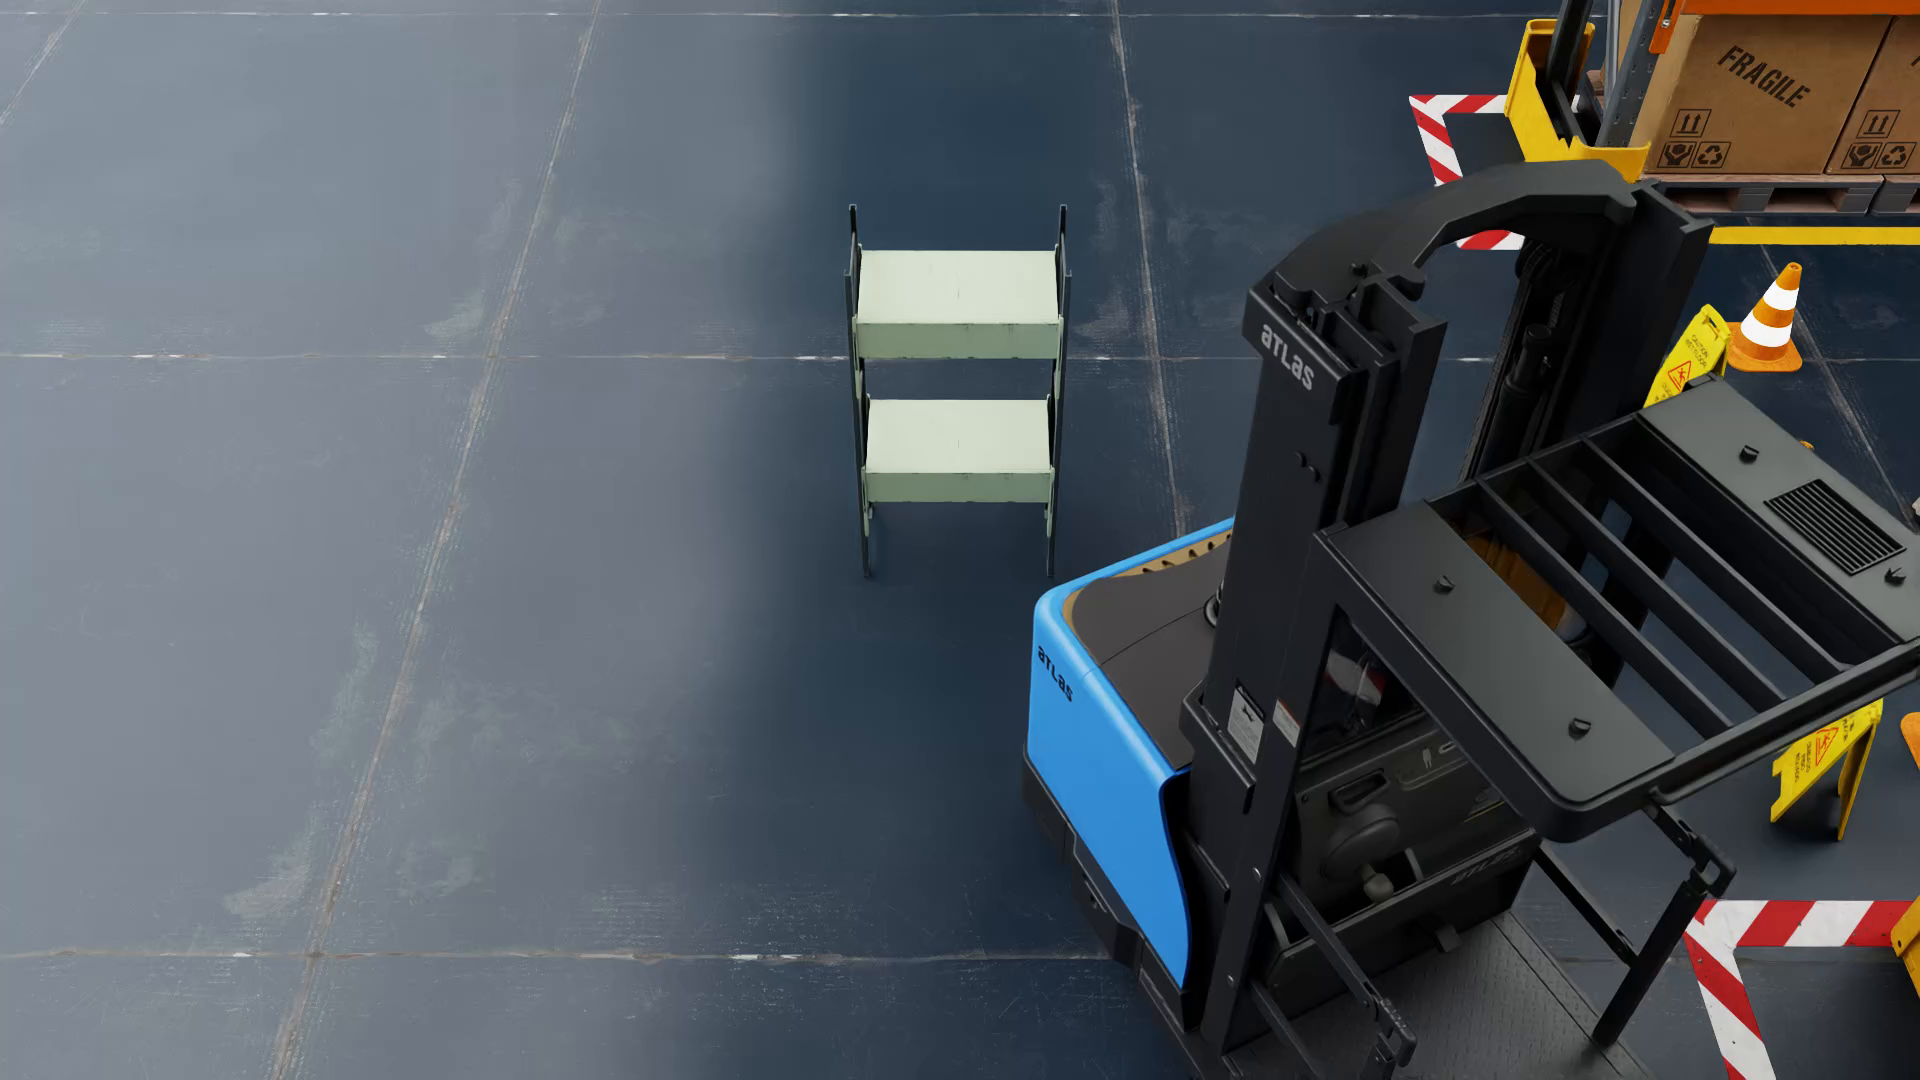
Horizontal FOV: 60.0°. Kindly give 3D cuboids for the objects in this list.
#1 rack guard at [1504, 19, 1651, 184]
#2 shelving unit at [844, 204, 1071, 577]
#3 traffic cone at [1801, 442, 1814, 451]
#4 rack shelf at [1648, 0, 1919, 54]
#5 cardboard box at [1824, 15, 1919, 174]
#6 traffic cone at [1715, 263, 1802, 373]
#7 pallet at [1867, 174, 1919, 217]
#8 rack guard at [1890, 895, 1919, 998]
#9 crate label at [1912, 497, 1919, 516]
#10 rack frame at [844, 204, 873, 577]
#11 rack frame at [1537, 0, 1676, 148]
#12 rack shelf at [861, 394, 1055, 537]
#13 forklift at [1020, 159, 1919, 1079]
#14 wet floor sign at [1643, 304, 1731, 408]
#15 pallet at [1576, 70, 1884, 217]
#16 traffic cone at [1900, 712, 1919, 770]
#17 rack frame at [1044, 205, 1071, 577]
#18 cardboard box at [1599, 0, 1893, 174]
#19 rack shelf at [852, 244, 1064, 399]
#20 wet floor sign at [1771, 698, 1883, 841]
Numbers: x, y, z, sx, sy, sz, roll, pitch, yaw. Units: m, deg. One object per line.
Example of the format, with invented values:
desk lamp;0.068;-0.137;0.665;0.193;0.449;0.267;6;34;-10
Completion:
rack guard;3.075;-2.083;8.347;0.348;0.500;1.175;0;47;0
shelving unit;-0.007;-0.511;6.201;0.755;1.500;0.431;0;47;0
traffic cone;3.281;-0.203;6.623;0.334;0.463;0.336;0;47;0
rack shelf;5.099;-2.684;7.691;4.000;0.370;1.077;0;47;0
cardboard box;4.658;-2.400;8.099;0.875;0.875;0.875;-1;47;0
traffic cone;3.625;-1.030;7.392;0.334;0.463;0.336;0;47;0
pallet;5.116;-2.034;8.499;1.213;0.211;1.003;0;47;0
rack guard;3.258;1.541;4.974;0.348;0.500;1.175;0;47;0
crate label;4.067;-0.136;6.783;0.298;0.136;0.250;-23;51;-20
rack frame;-0.373;-0.512;6.202;0.023;1.500;0.400;0;47;0
rack frame;3.099;-2.935;7.432;0.127;3.000;1.000;0;47;0
rack shelf;-0.007;-0.289;6.440;0.720;0.370;0.431;0;47;0
forklift;1.335;0.703;4.093;1.130;2.935;3.031;-21;50;-18
wet floor sign;3.063;-0.683;6.945;0.232;0.644;0.267;-7;47;-7
pallet;3.899;-2.040;8.504;1.213;0.211;1.003;0;47;0
traffic cone;3.617;0.610;5.866;0.334;0.463;0.336;0;47;0
rack frame;0.359;-0.510;6.200;0.023;1.500;0.400;0;47;0
cardboard box;3.778;-2.400;8.100;0.875;0.875;0.875;0;47;0
rack shelf;-0.007;-0.777;5.915;0.720;0.370;0.431;0;47;0
wet floor sign;2.996;0.707;5.651;0.232;0.644;0.267;15;49;14
